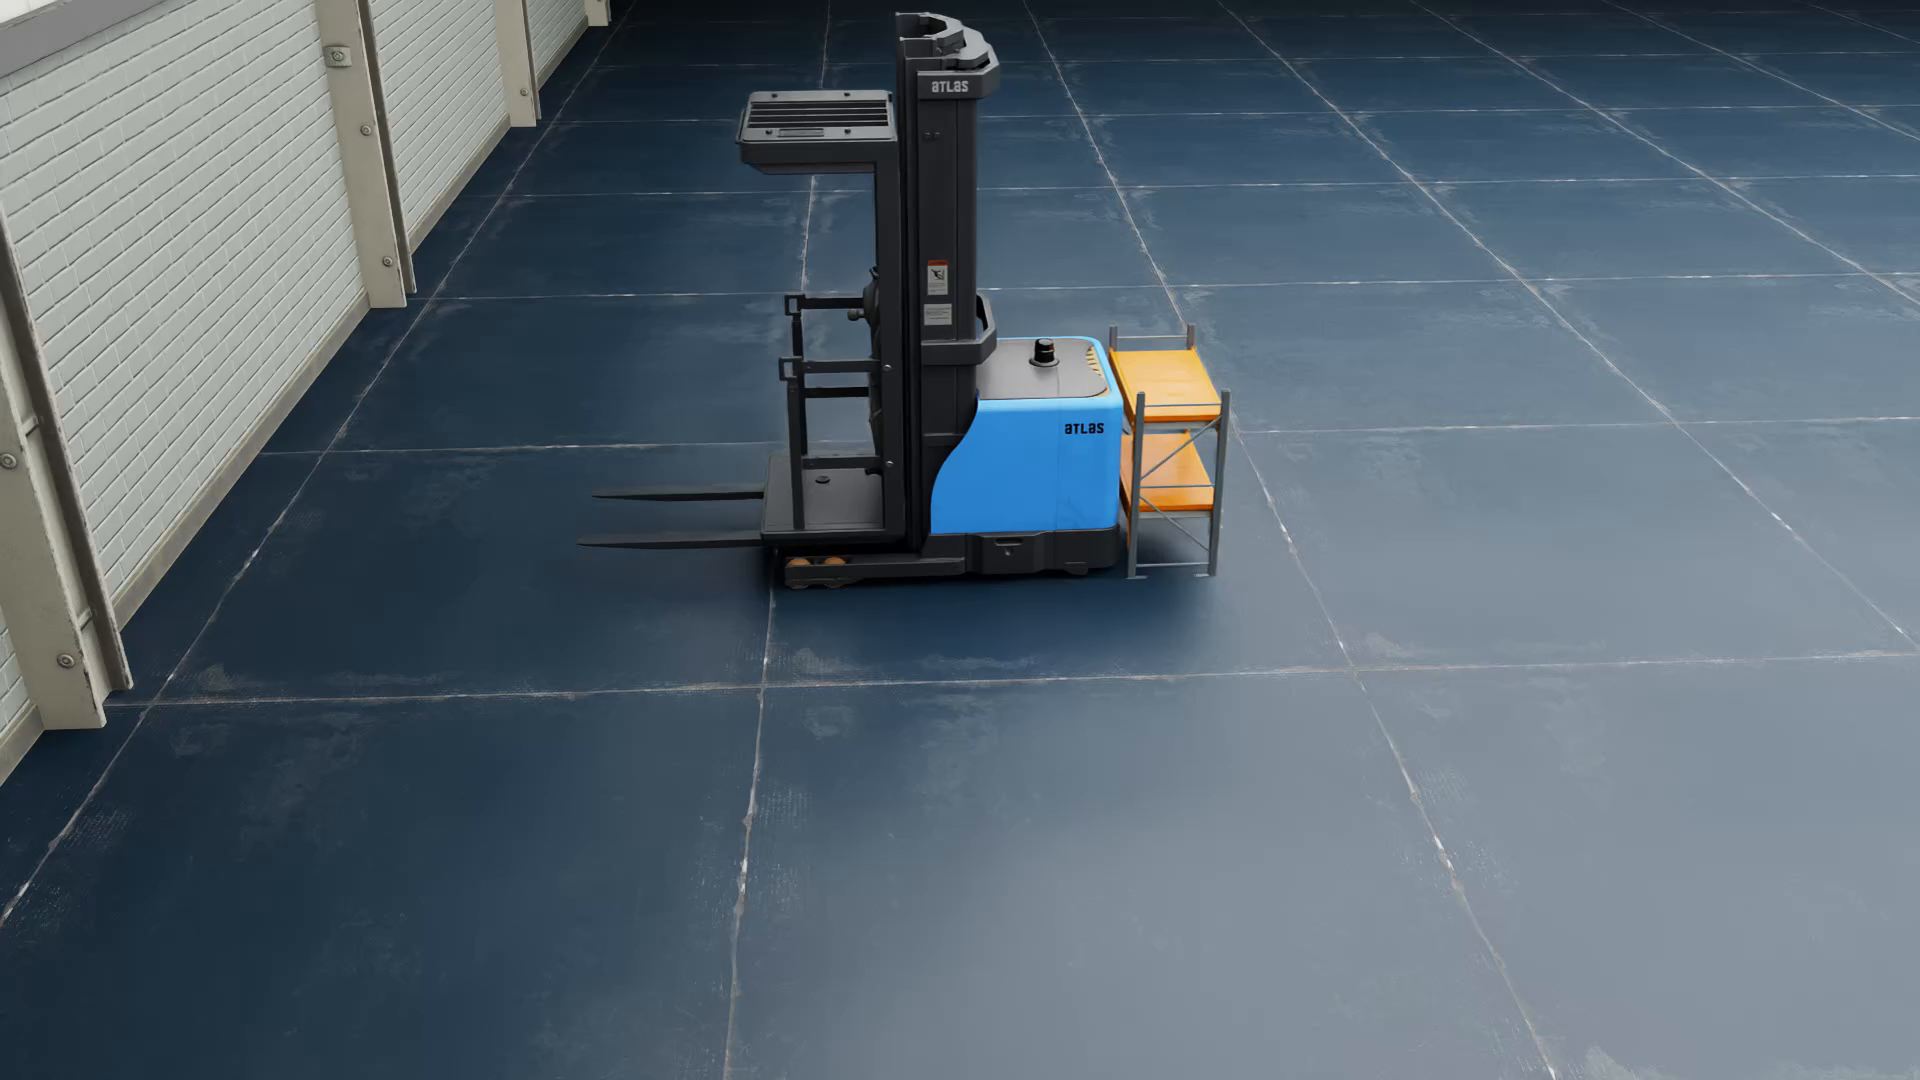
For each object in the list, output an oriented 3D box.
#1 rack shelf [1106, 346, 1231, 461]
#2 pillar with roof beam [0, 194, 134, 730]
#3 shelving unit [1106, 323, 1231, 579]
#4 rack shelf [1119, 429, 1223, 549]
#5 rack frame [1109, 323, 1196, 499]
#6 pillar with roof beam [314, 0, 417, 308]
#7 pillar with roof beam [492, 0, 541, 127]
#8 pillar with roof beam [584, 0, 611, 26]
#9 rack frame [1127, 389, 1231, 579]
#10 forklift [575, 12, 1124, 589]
[{"bbox_3d":[1.159,-0.786,9.407,0.538,0.278,1.000,-2,28,-3],"label":"rack shelf"},{"bbox_3d":[0.001,-3.276,6.301,9.100,9.000,0.400,-1,28,-3],"label":"pillar with roof beam"},{"bbox_3d":[1.159,-0.526,9.542,0.538,1.125,1.048,-2,28,-3],"label":"shelving unit"},{"bbox_3d":[1.159,-0.309,9.655,0.538,0.278,1.000,-2,28,-3],"label":"rack shelf"},{"bbox_3d":[1.129,-0.761,9.992,0.500,1.125,0.032,-2,28,-3],"label":"rack frame"},{"bbox_3d":[-0.312,-6.047,11.614,9.100,9.000,0.400,-1,28,-3],"label":"pillar with roof beam"},{"bbox_3d":[-0.625,-8.818,16.926,9.100,9.000,0.400,-1,28,-3],"label":"pillar with roof beam"},{"bbox_3d":[-0.939,-11.589,22.239,9.100,9.000,0.400,-1,28,-3],"label":"pillar with roof beam"},{"bbox_3d":[1.189,-0.291,9.092,0.500,1.125,0.032,-2,28,-3],"label":"rack frame"},{"bbox_3d":[-0.646,-1.281,9.036,3.031,2.935,1.130,-2,28,-3],"label":"forklift"}]
